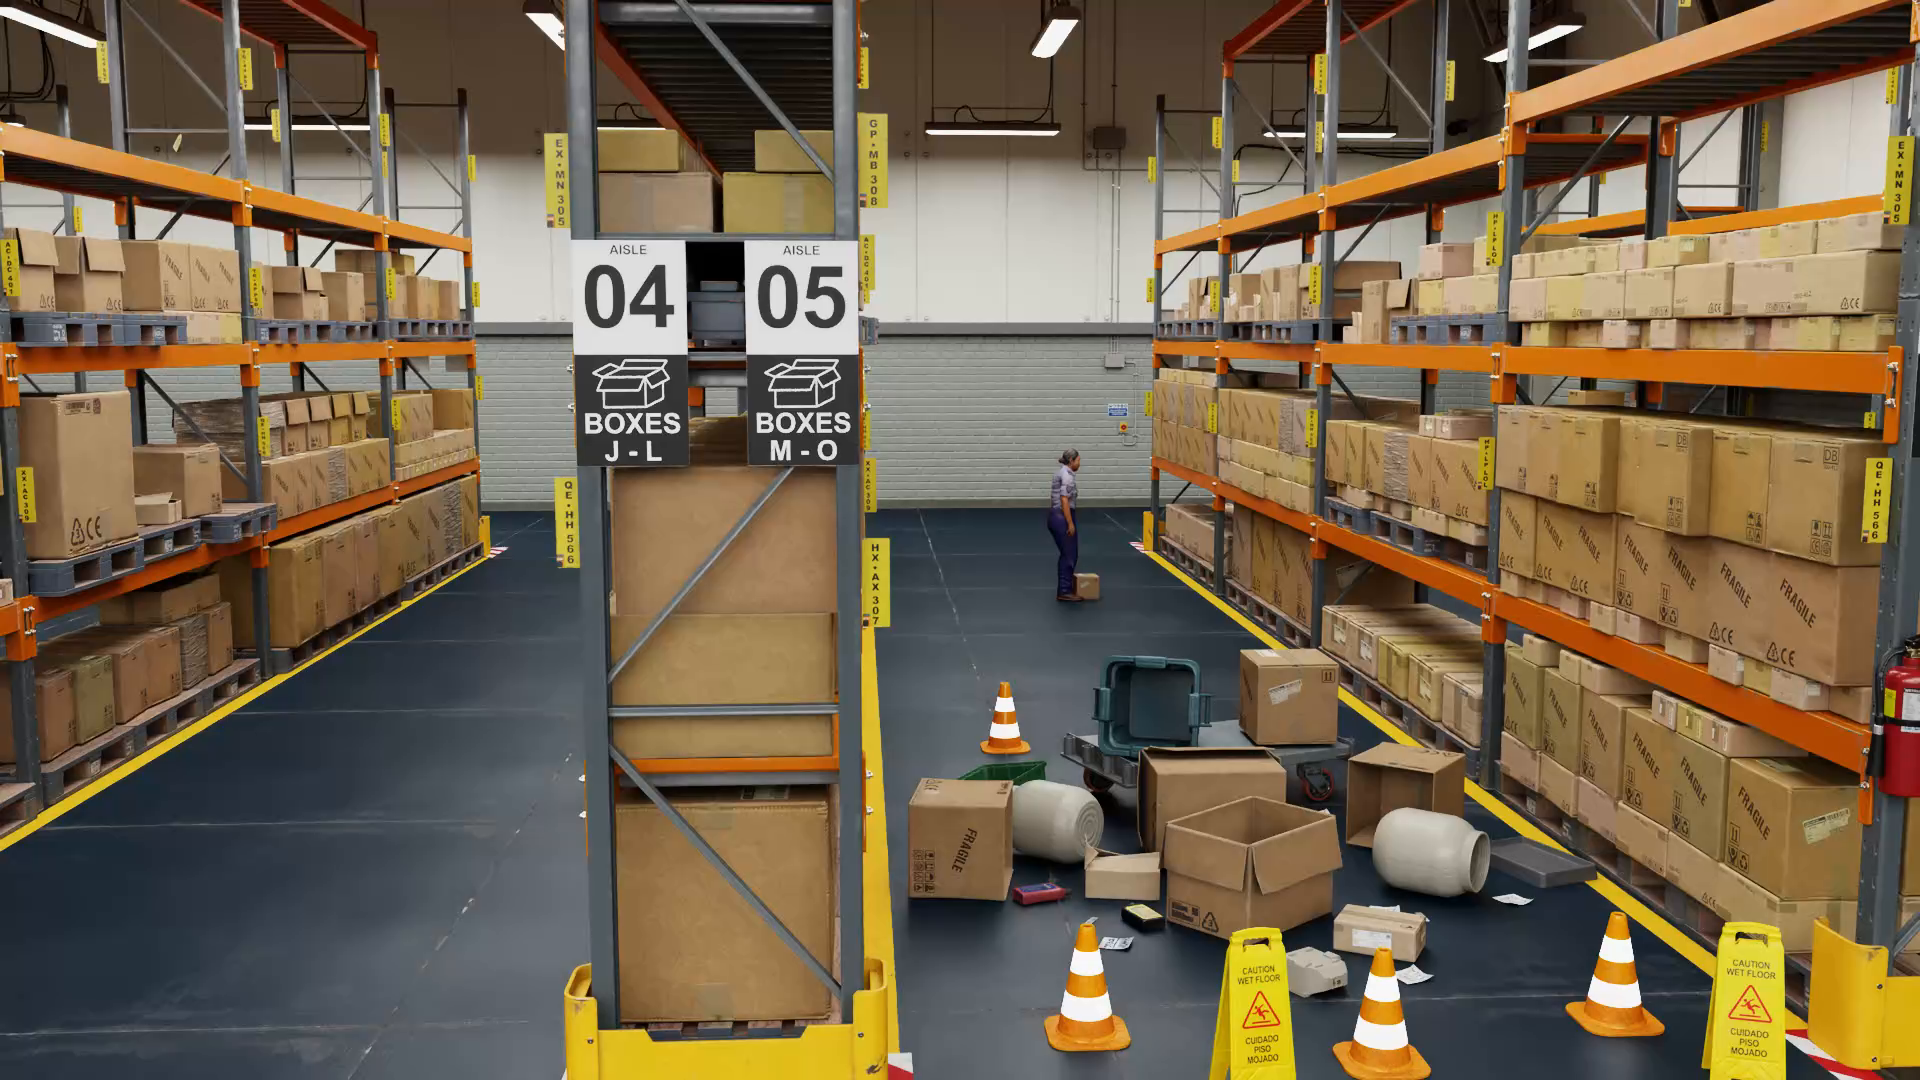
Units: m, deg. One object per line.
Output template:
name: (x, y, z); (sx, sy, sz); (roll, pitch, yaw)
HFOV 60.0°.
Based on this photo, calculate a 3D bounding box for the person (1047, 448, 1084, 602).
person: (1.178, -0.178, 18.245); (0.425, 1.650, 0.551); (-1, 7, -6)
